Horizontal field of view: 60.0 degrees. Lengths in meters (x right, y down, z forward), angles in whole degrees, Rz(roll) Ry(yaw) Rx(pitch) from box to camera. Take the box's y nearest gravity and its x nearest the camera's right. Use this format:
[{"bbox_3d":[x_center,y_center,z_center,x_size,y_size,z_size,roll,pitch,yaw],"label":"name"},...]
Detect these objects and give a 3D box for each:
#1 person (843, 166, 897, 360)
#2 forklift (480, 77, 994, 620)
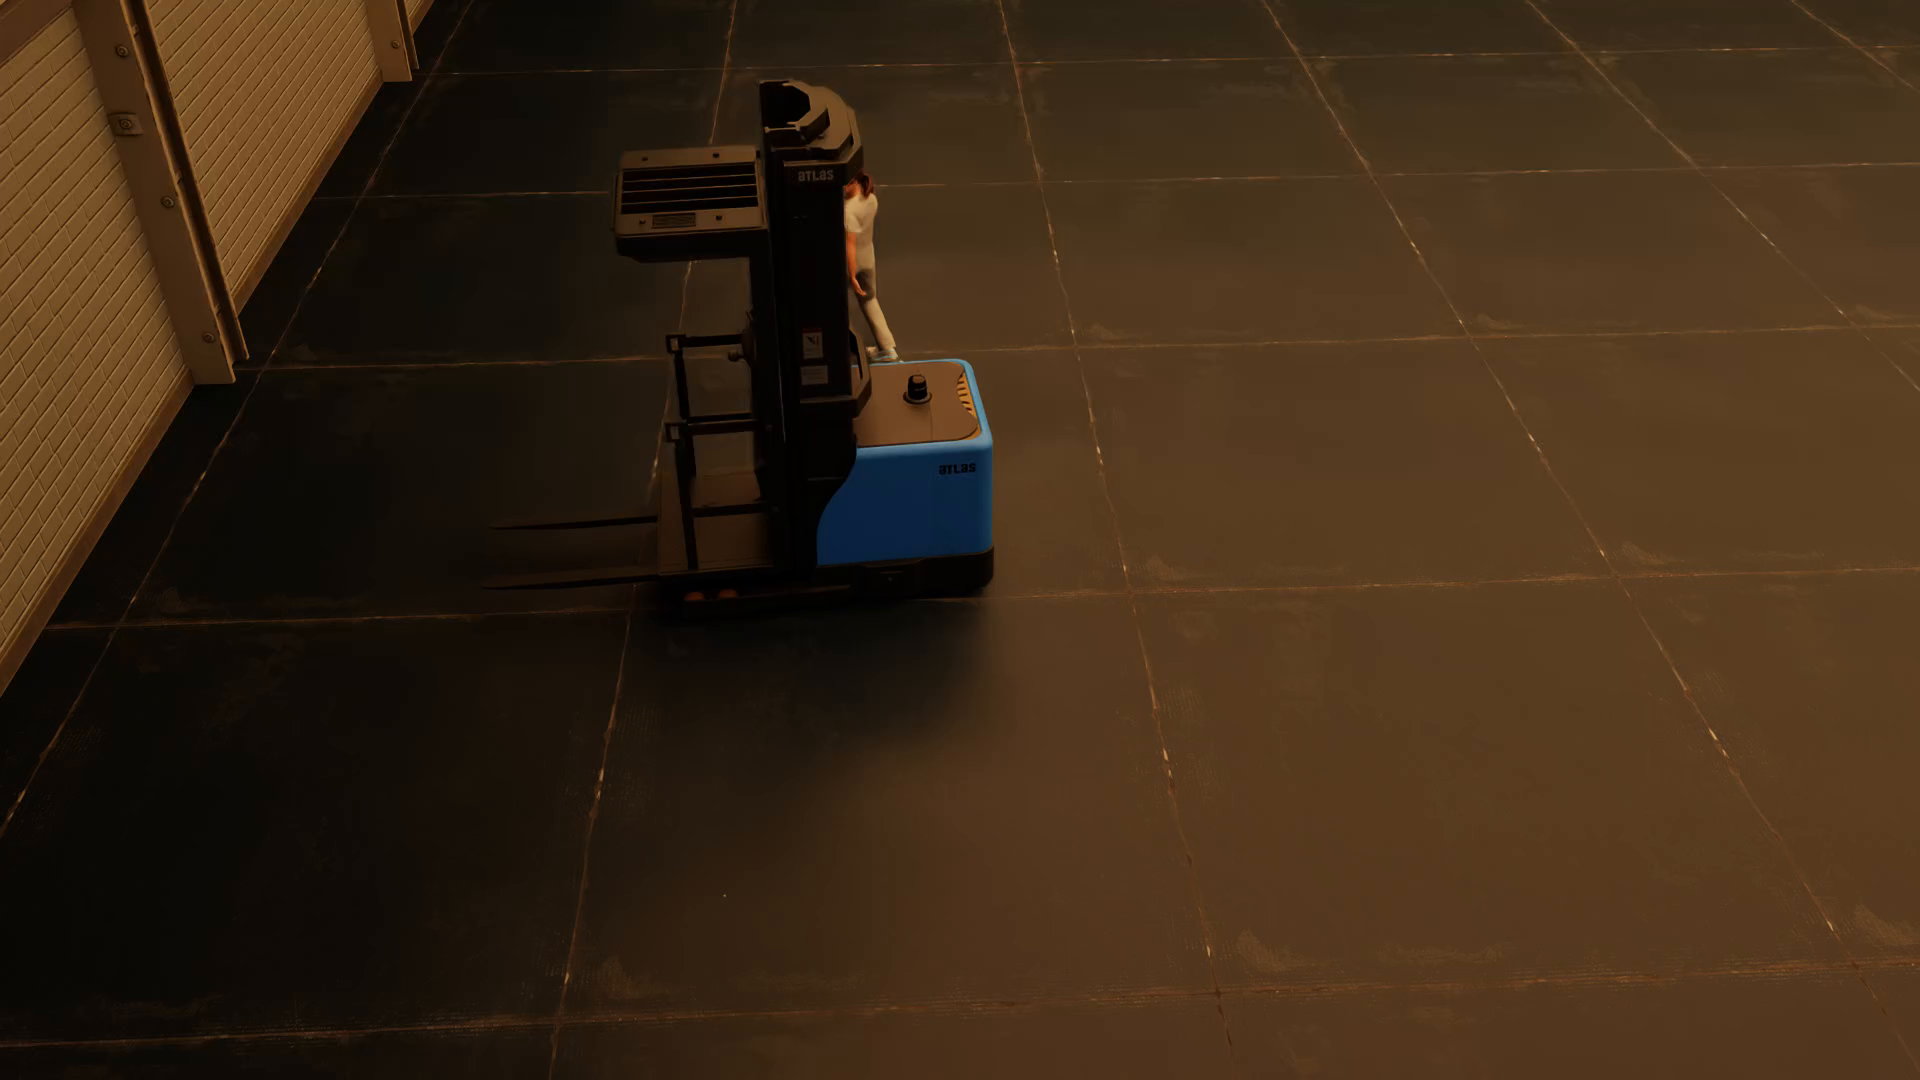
[{"bbox_3d":[-0.784,-2.001,11.925,0.485,1.589,0.817,-26,44,-31],"label":"person"},{"bbox_3d":[-1.355,-1.044,9.444,3.031,2.935,1.130,-5,36,-6],"label":"forklift"}]
